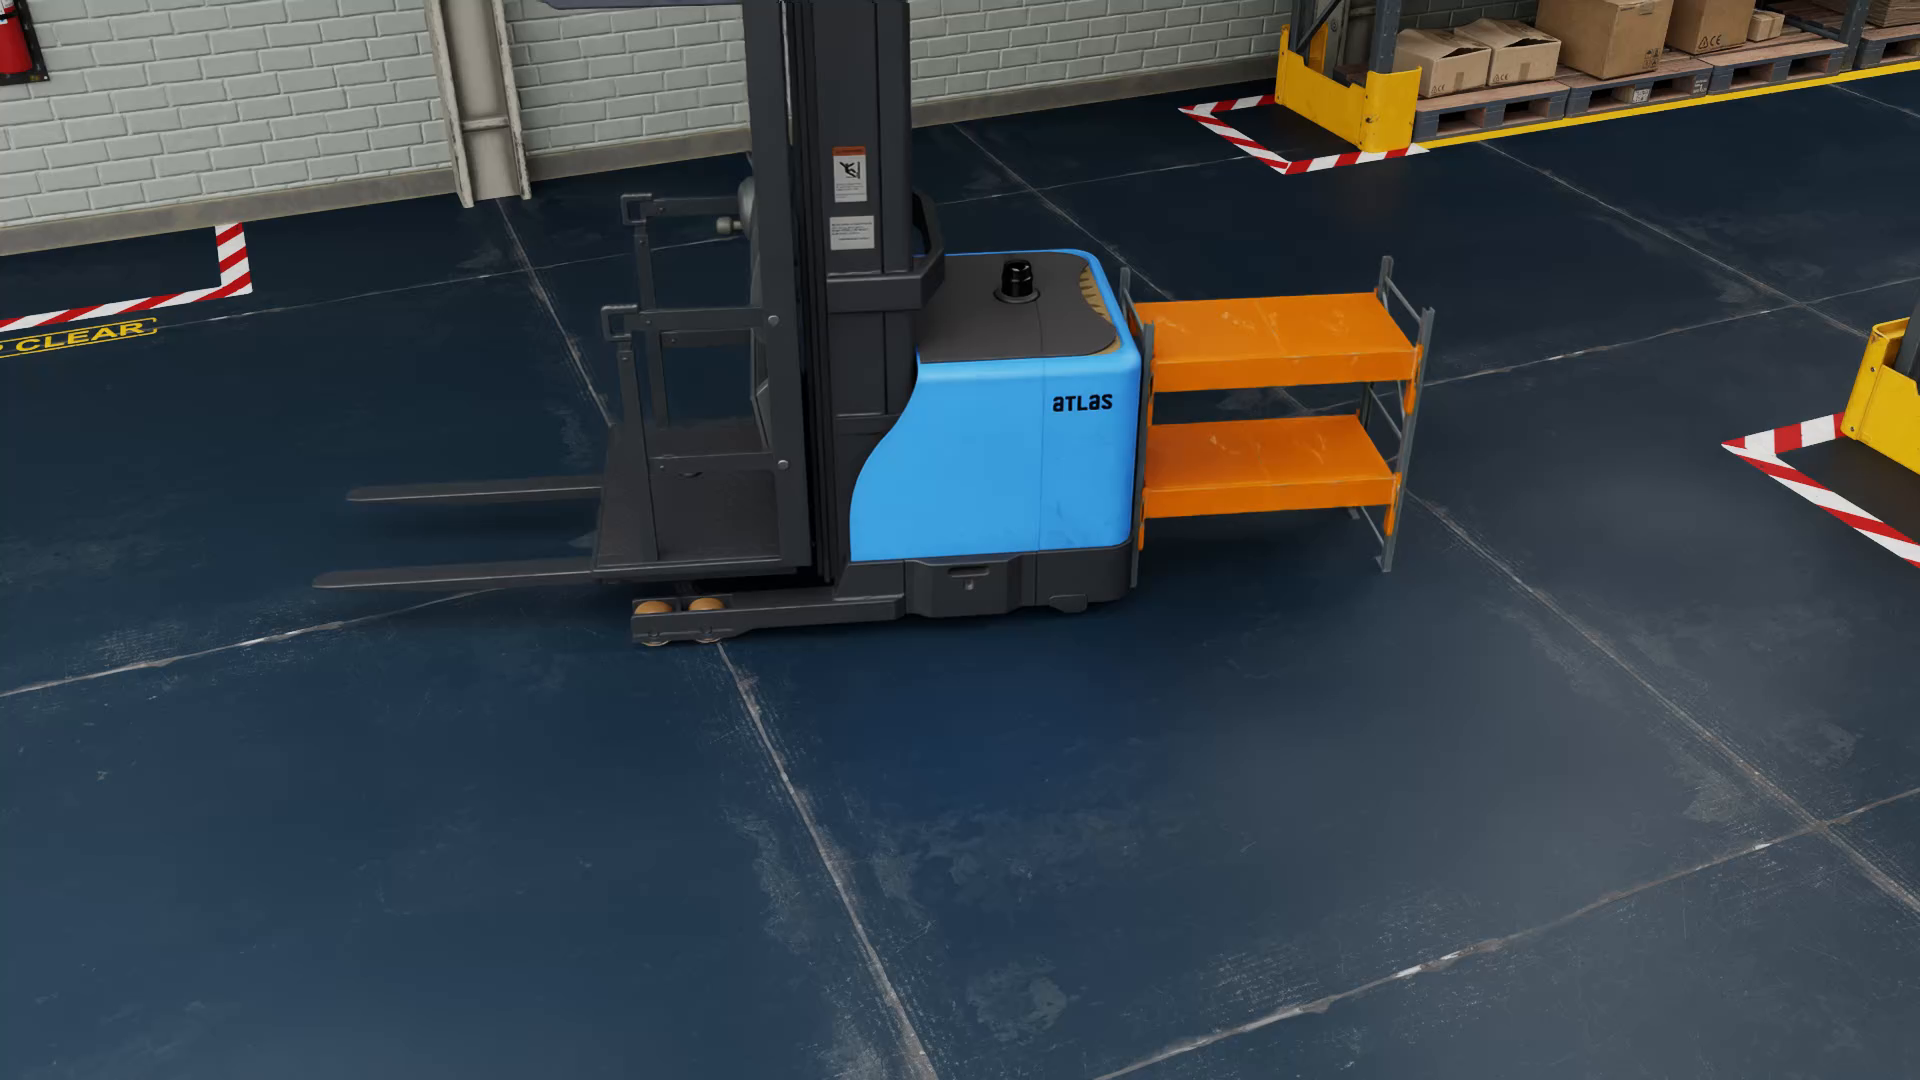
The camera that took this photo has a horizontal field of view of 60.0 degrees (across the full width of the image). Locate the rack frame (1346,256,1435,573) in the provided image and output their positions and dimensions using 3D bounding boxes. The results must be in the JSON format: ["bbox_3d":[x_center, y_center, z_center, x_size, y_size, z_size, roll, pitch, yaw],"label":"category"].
[{"bbox_3d":[1.657,-0.479,6.455,0.032,1.125,0.500,-3,33,-5],"label":"rack frame"}]

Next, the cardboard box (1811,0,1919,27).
[{"bbox_3d":[6.802,-4.150,12.266,0.500,0.500,0.700,-12,35,-17],"label":"cardboard box"}]

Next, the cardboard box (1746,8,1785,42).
[{"bbox_3d":[5.648,-3.718,11.909,0.250,0.166,0.380,-18,37,-25],"label":"cardboard box"}]

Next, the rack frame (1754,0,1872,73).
[{"bbox_3d":[6.130,-4.849,11.453,0.127,3.000,1.000,-13,35,-19],"label":"rack frame"}]

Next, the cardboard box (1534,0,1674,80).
[{"bbox_3d":[4.336,-3.493,11.256,0.500,0.500,0.700,-15,36,-22],"label":"cardboard box"}]

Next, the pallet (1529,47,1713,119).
[{"bbox_3d":[4.398,-3.261,11.569,1.213,0.211,1.003,-13,35,-19],"label":"pallet"}]

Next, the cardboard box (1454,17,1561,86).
[{"bbox_3d":[3.640,-3.284,11.108,0.500,0.311,0.500,-10,34,-15],"label":"cardboard box"}]

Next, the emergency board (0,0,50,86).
[{"bbox_3d":[-5.073,-2.818,8.331,0.643,1.169,0.194,-13,35,-19],"label":"emergency board"}]

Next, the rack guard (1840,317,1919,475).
[{"bbox_3d":[4.341,-0.462,7.002,0.348,0.500,1.175,-13,35,-19],"label":"rack guard"}]

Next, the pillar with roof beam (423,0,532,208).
[{"bbox_3d":[-1.113,-3.671,4.140,0.400,9.000,9.100,-13,35,-19],"label":"pillar with roof beam"}]

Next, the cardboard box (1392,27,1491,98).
[{"bbox_3d":[3.115,-3.163,10.923,0.500,0.311,0.500,-17,37,-24],"label":"cardboard box"}]

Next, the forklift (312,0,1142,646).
[{"bbox_3d":[-0.901,-1.140,5.815,3.031,2.935,1.130,-3,33,-5],"label":"forklift"}]

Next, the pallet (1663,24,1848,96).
[{"bbox_3d":[5.524,-3.521,11.968,1.213,0.211,1.003,-13,35,-19],"label":"pallet"}]

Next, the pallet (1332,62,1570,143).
[{"bbox_3d":[3.275,-3.006,11.176,1.213,0.211,1.003,-13,35,-19],"label":"pallet"}]

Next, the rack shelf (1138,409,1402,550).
[{"bbox_3d":[1.151,-0.245,6.544,1.000,0.278,0.538,-3,33,-5],"label":"rack shelf"}]

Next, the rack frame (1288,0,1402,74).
[{"bbox_3d":[2.442,-4.005,10.155,0.127,3.000,1.000,-13,35,-19],"label":"rack frame"}]

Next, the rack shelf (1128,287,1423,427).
[{"bbox_3d":[1.151,-0.695,6.251,1.000,0.278,0.538,-3,33,-5],"label":"rack shelf"}]

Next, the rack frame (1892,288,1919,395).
[{"bbox_3d":[4.363,-1.515,6.328,0.127,3.000,1.000,-13,35,-19],"label":"rack frame"}]

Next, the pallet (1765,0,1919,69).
[{"bbox_3d":[6.847,-3.846,12.467,1.213,0.211,1.003,-13,35,-19],"label":"pallet"}]

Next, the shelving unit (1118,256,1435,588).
[{"bbox_3d":[1.151,-0.450,6.410,1.048,1.125,0.538,-3,33,-5],"label":"shelving unit"}]

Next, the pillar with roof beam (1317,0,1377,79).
[{"bbox_3d":[4.419,-4.938,6.087,0.400,9.000,9.100,-13,35,-19],"label":"pillar with roof beam"}]

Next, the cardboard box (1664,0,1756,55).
[{"bbox_3d":[5.188,-3.747,11.647,0.500,0.500,0.500,-16,36,-22],"label":"cardboard box"}]

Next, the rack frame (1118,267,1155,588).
[{"bbox_3d":[0.646,-0.421,6.365,0.032,1.125,0.500,-3,33,-5],"label":"rack frame"}]

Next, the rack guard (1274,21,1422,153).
[{"bbox_3d":[2.512,-2.973,10.861,0.348,0.500,1.175,-13,35,-19],"label":"rack guard"}]
